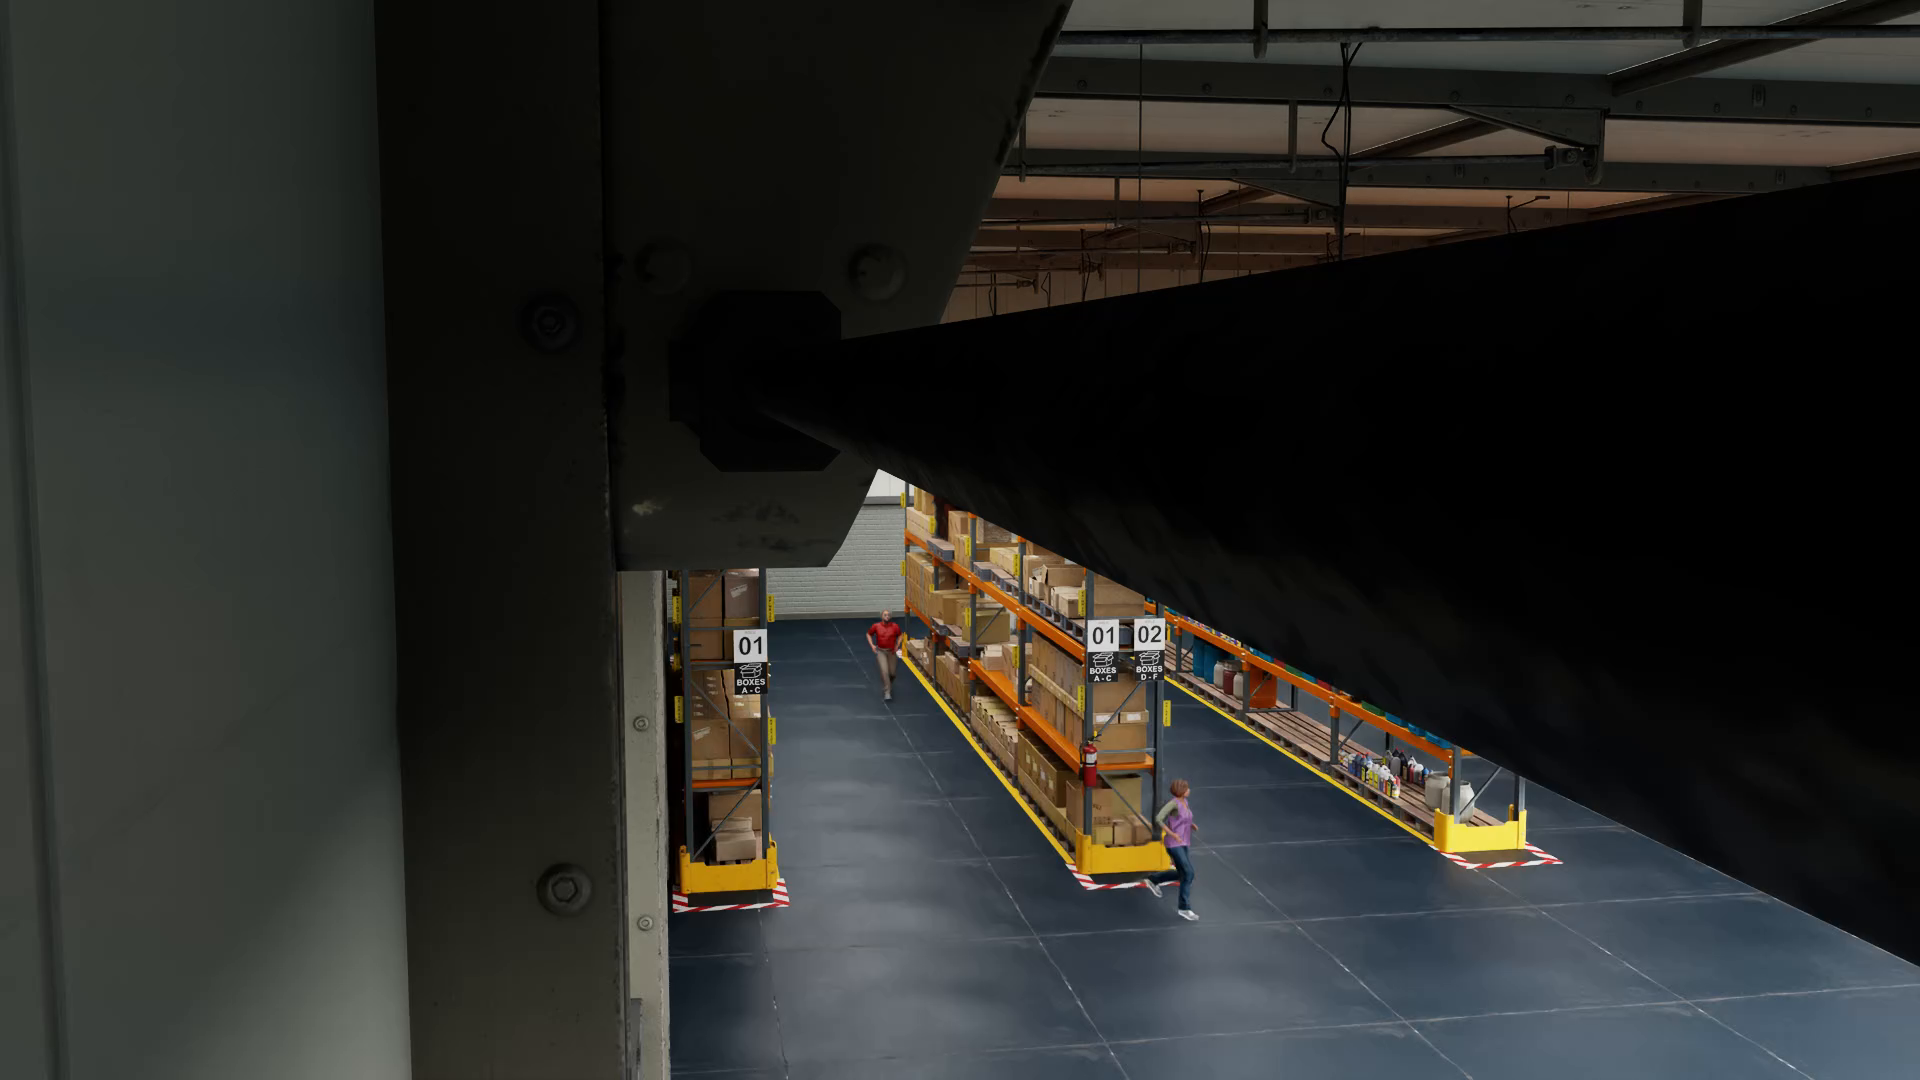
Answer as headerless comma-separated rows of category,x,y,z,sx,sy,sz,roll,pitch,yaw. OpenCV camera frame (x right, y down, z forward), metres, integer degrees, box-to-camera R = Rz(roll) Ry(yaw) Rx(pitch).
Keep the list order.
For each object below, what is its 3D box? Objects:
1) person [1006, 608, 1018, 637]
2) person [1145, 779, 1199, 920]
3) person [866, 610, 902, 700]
person,1.175,1.677,36.221,0.726,1.760,0.911,-4,7,-34
person,2.519,3.566,19.433,0.774,1.570,0.566,3,7,28
person,-1.435,2.181,31.929,0.695,1.692,0.809,-1,6,-13
